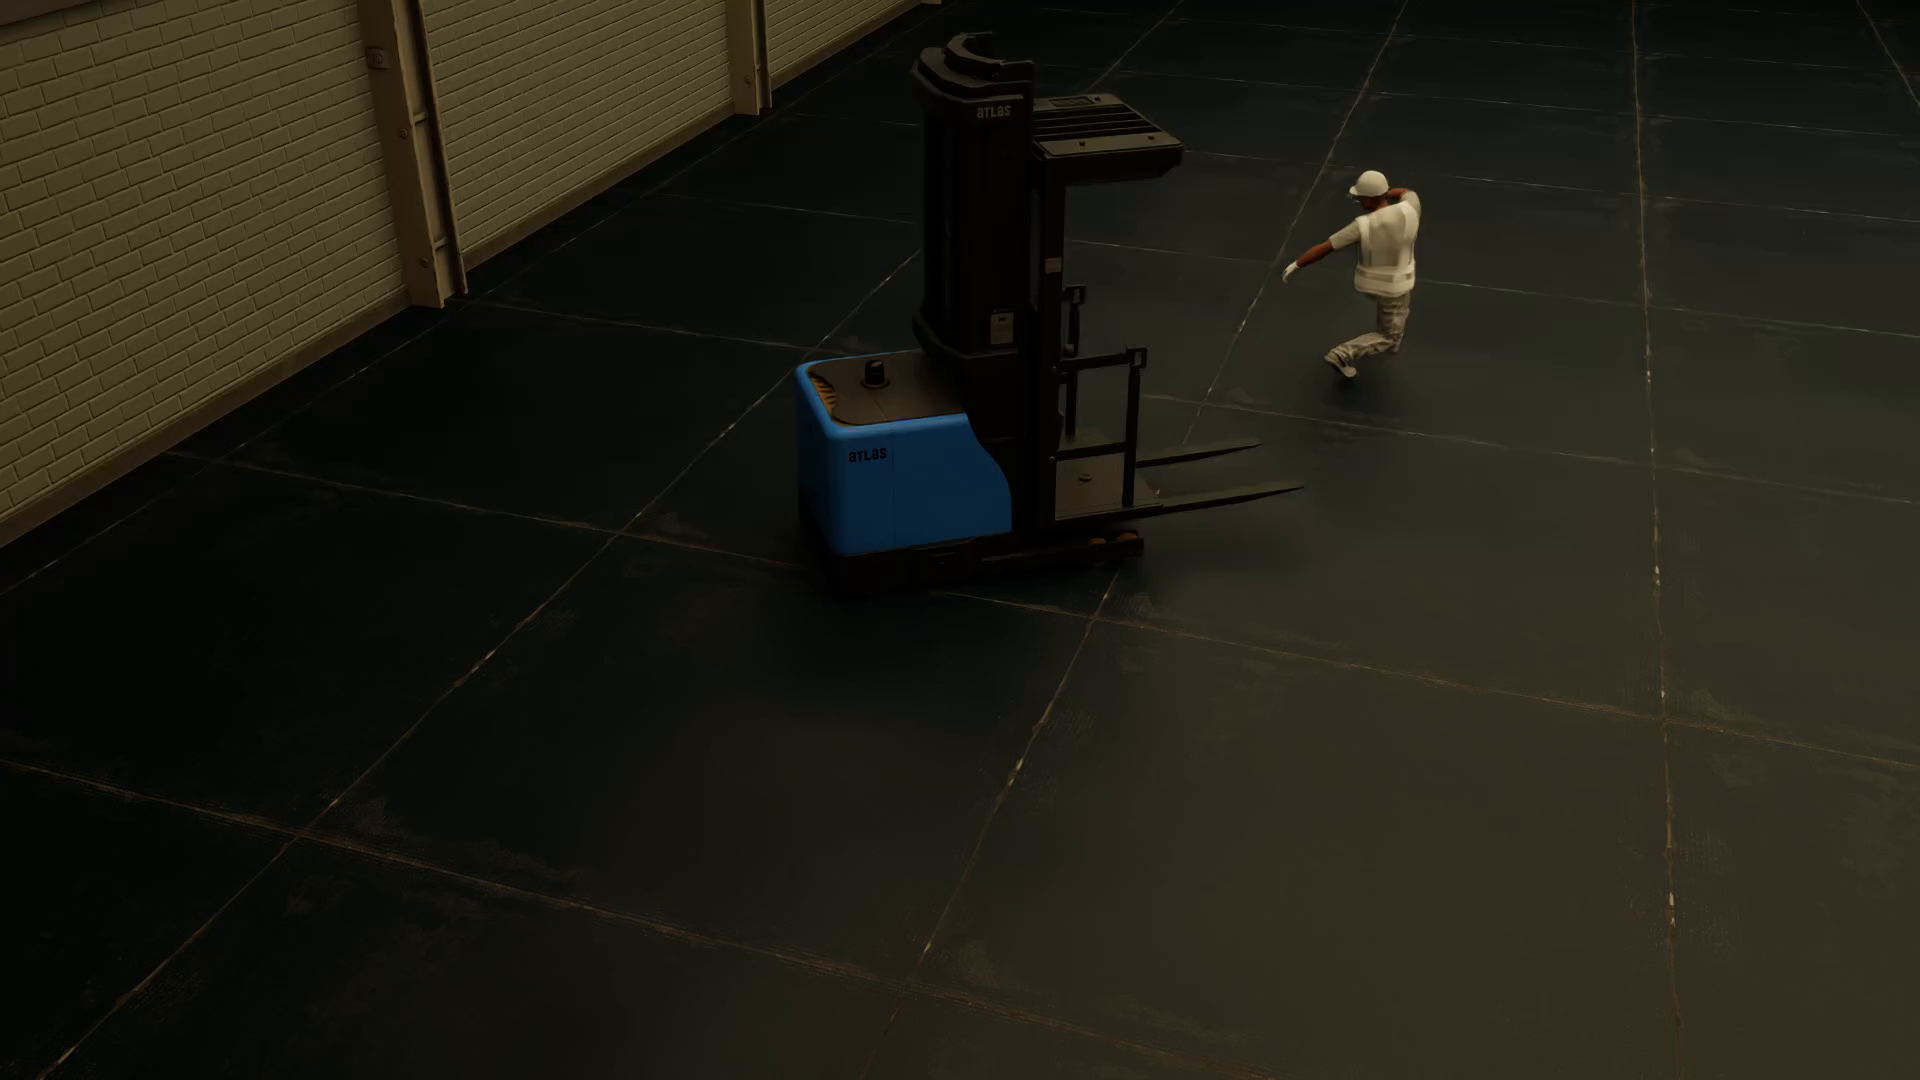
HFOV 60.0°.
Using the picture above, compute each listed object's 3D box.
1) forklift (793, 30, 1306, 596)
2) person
[{"bbox_3d":[0.585,-1.361,9.523,3.031,2.935,1.130,-8,31,-14],"label":"forklift"},{"bbox_3d":[2.883,-1.979,12.074,0.857,1.501,0.993,19,35,29],"label":"person"}]
